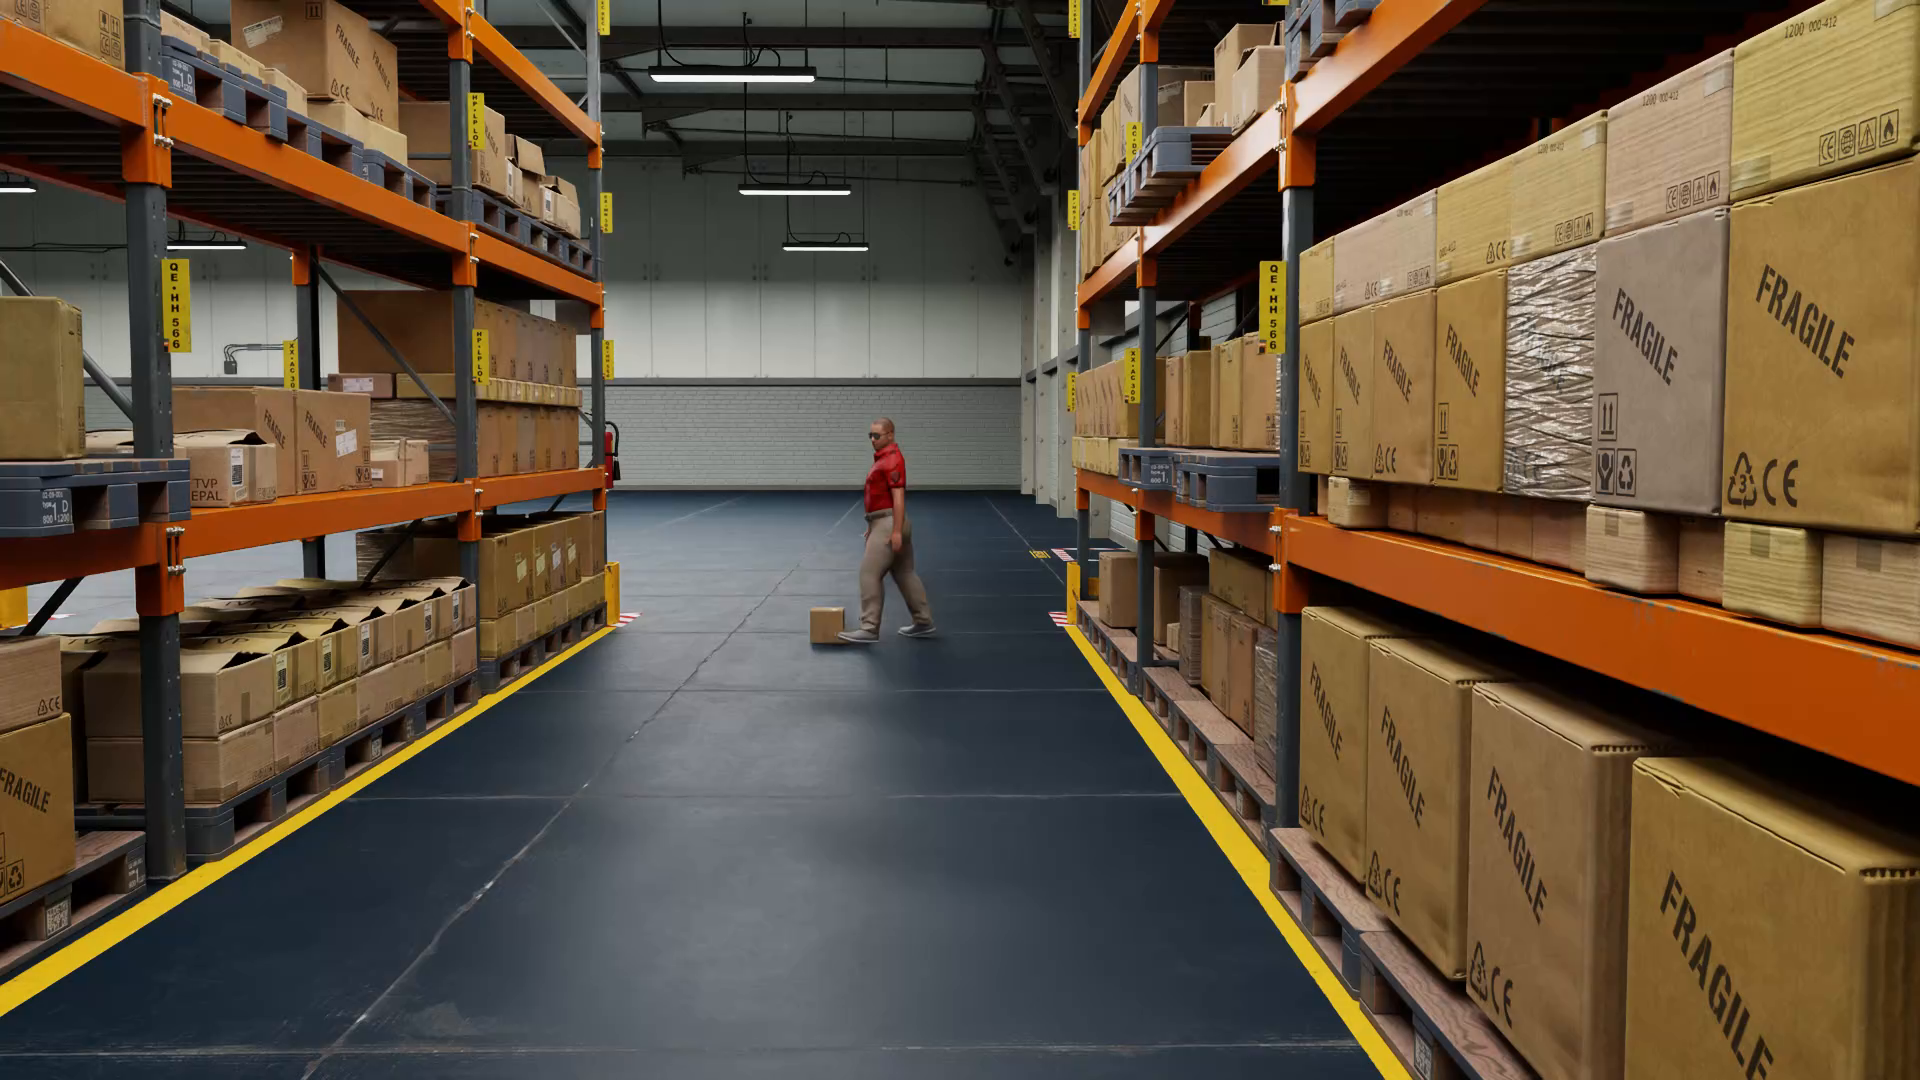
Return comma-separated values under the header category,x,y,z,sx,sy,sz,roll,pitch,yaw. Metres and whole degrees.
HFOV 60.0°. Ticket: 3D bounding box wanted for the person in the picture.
category,x,y,z,sx,sy,sz,roll,pitch,yaw
person,-0.559,-0.079,12.714,0.753,1.706,0.642,0,4,-3
